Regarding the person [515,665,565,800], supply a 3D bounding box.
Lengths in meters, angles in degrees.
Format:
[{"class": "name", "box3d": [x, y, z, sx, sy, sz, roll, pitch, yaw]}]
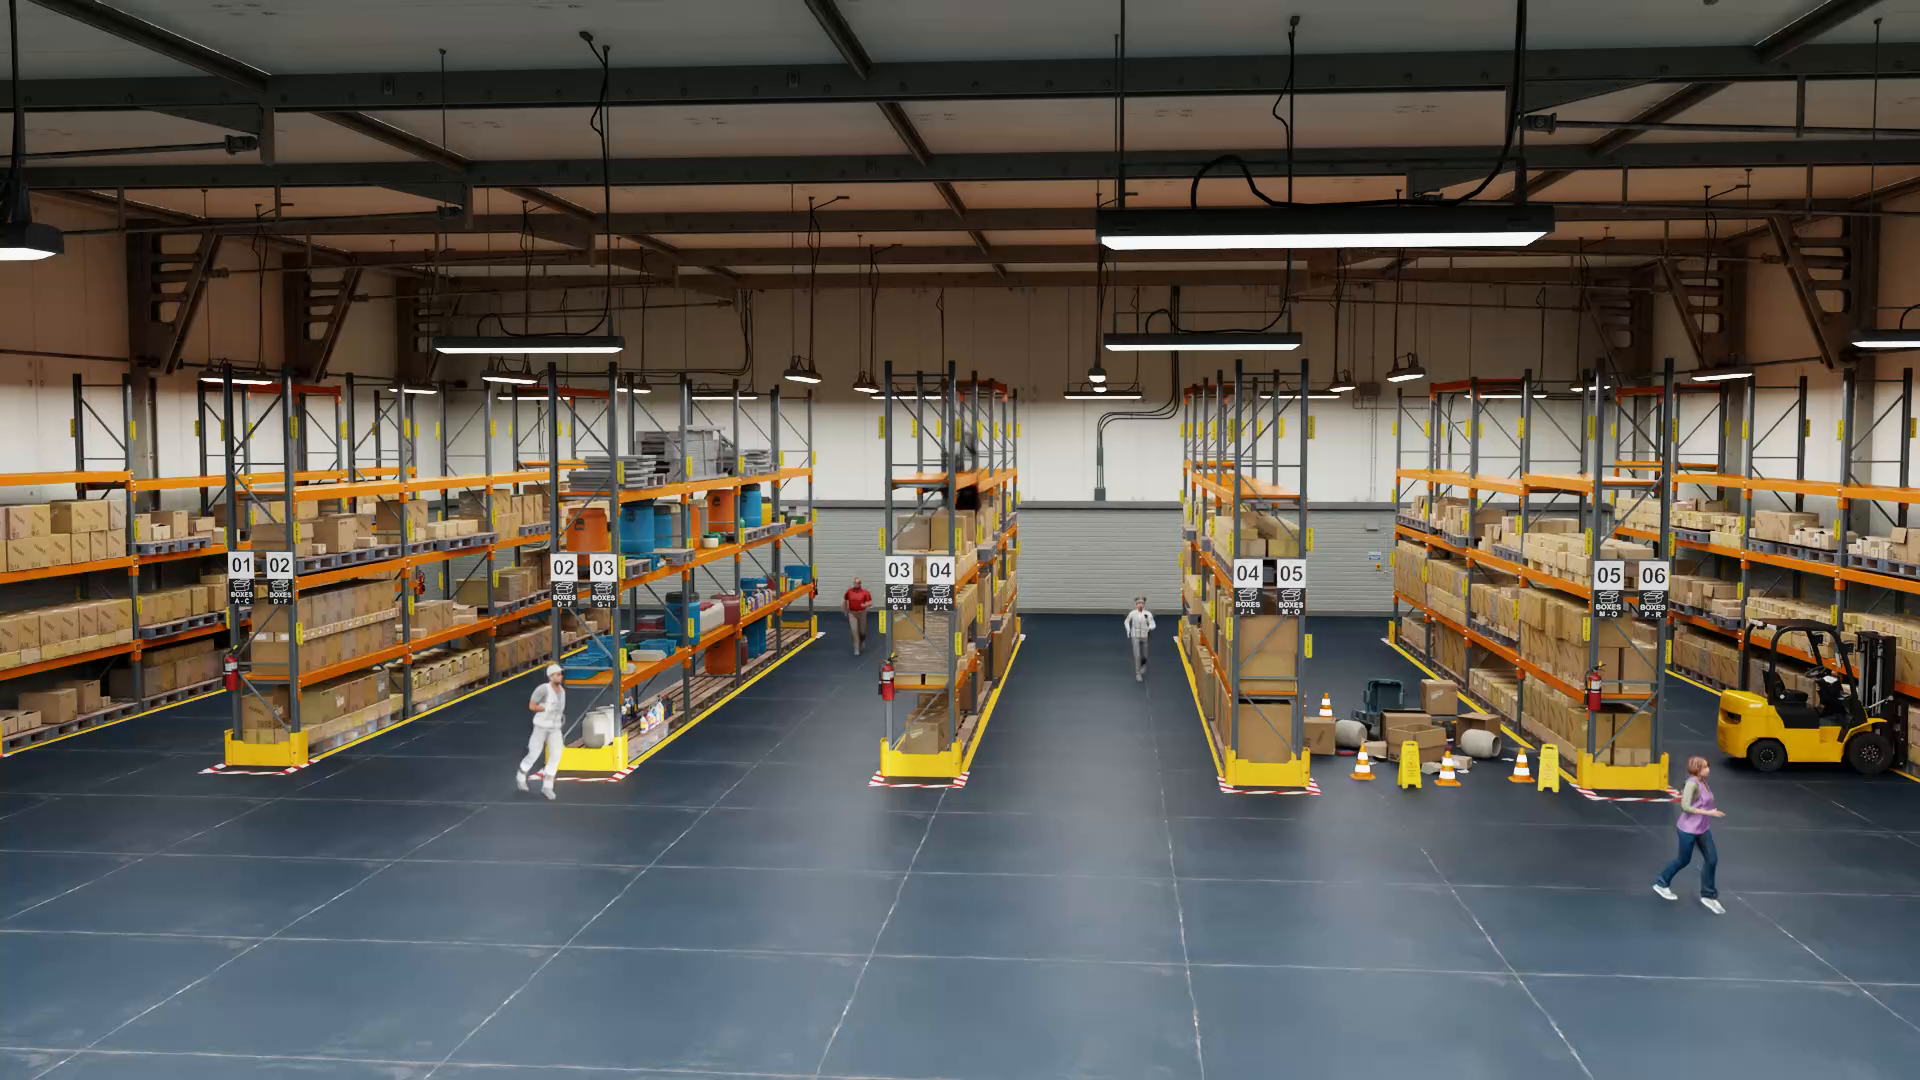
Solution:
[{"class": "person", "box3d": [-5.665, 2.608, 22.924, 0.855, 1.787, 0.668, 3, 5, 42]}]

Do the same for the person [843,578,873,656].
[{"class": "person", "box3d": [-2.290, 1.697, 37.171, 0.653, 1.699, 0.852, 0, 4, -1]}]

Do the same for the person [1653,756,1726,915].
[{"class": "person", "box3d": [7.635, 3.061, 17.399, 0.524, 1.637, 0.731, -3, 5, -39]}]

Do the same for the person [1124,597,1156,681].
[{"class": "person", "box3d": [3.620, 1.961, 33.425, 0.625, 1.667, 0.862, 0, 4, 3]}]
